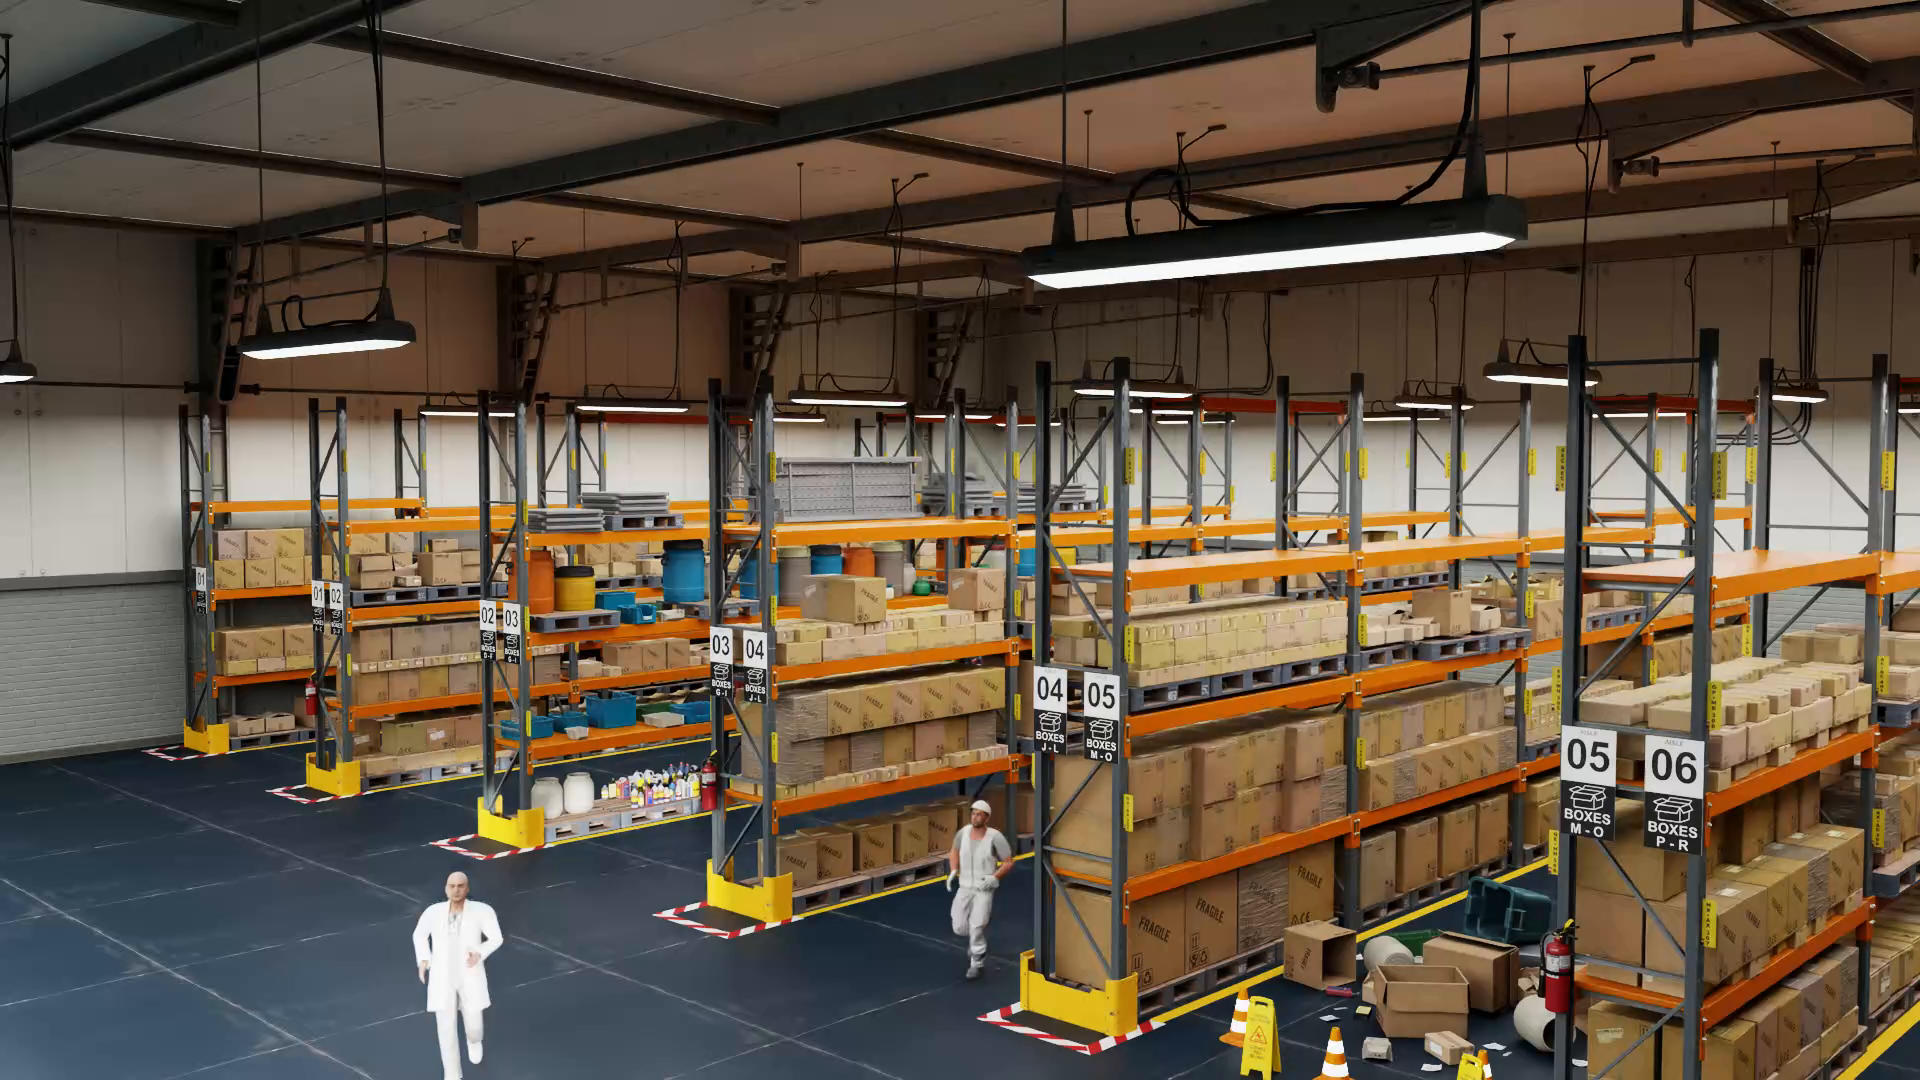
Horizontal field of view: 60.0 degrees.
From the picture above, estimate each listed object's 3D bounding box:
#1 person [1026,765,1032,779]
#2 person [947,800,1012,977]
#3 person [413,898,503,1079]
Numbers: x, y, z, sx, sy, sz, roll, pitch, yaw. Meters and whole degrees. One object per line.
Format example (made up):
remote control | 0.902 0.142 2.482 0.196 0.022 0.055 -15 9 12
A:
person | 1.094 2.941 25.688 0.650 1.832 0.822 3 4 41
person | 0.205 3.430 16.463 0.654 1.733 0.564 1 3 22
person | -4.107 3.639 13.597 0.719 1.460 0.691 -1 3 -11
